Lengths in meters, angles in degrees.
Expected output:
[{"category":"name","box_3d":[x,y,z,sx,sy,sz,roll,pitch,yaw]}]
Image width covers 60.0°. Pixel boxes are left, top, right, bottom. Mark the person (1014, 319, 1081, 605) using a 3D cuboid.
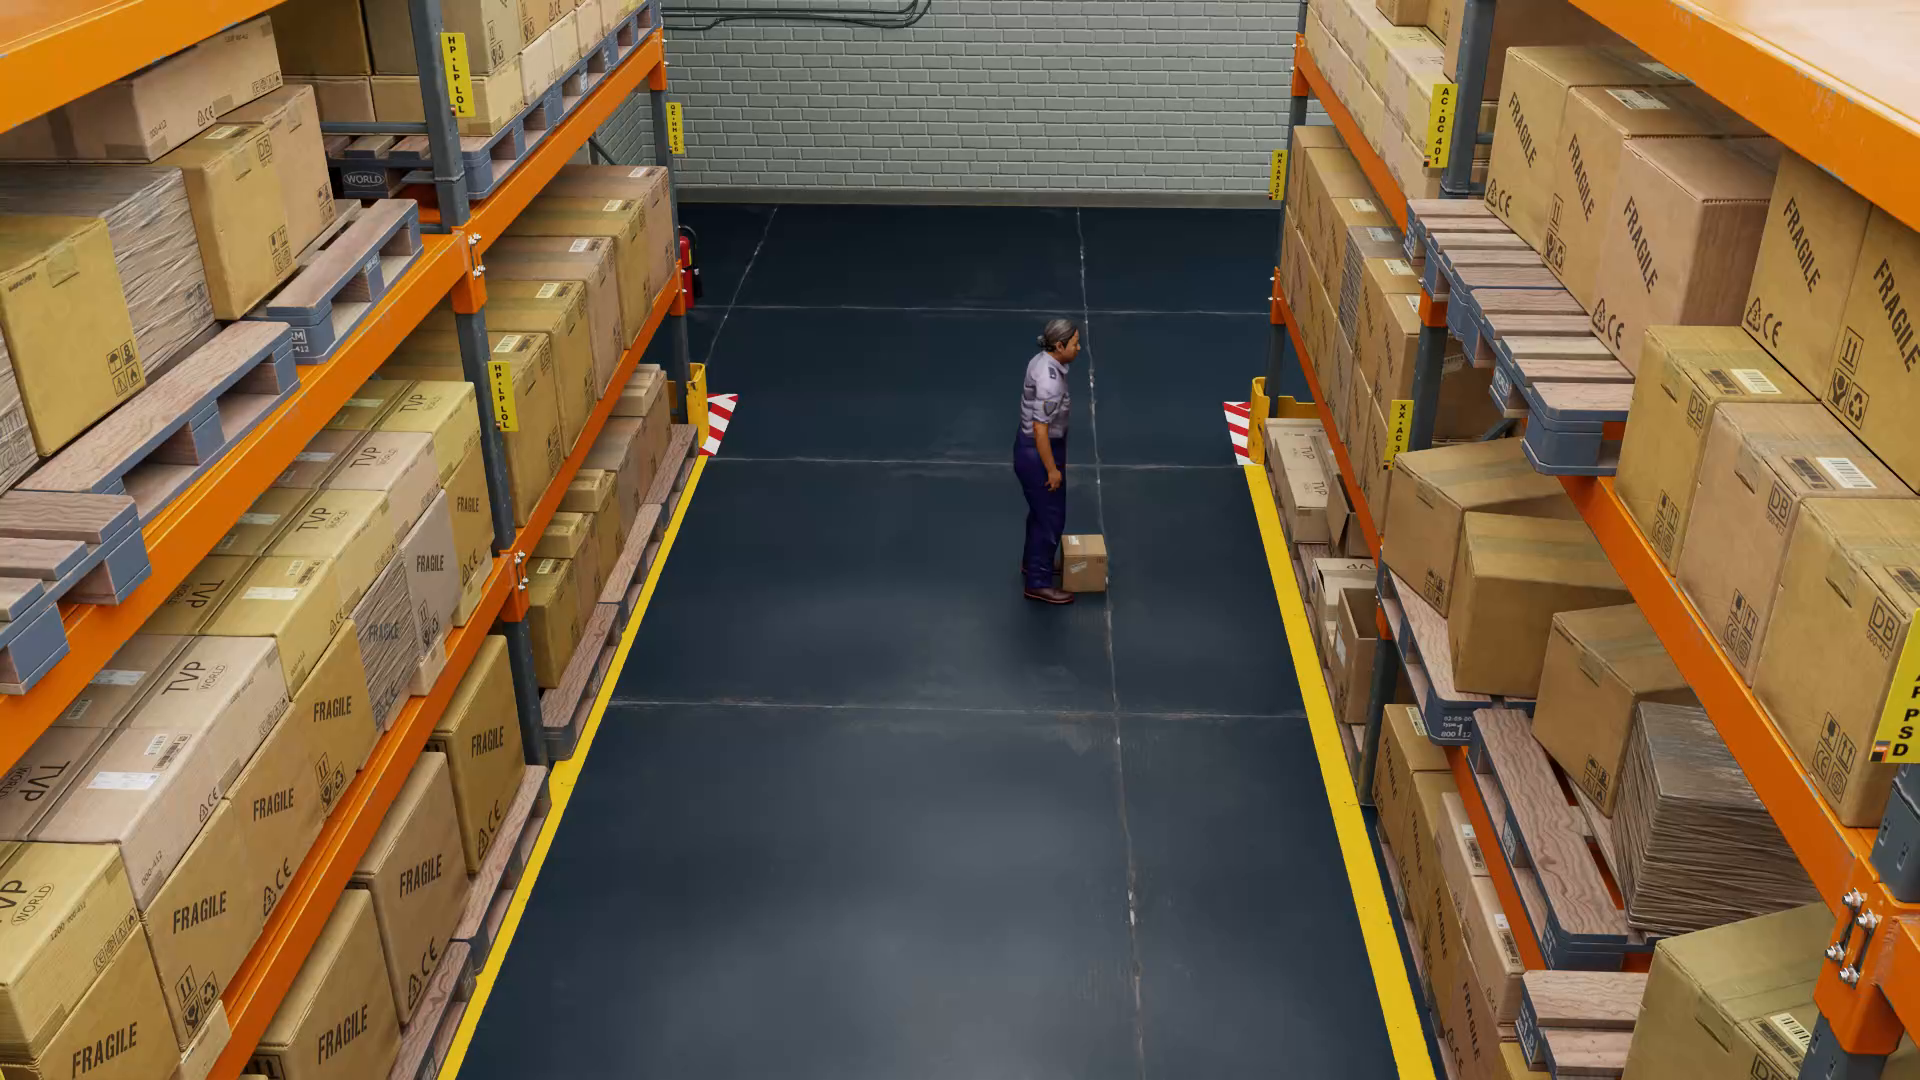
[{"category":"person","box_3d":[0.492,-0.476,9.519,0.368,1.652,0.536,1,28,2]}]
